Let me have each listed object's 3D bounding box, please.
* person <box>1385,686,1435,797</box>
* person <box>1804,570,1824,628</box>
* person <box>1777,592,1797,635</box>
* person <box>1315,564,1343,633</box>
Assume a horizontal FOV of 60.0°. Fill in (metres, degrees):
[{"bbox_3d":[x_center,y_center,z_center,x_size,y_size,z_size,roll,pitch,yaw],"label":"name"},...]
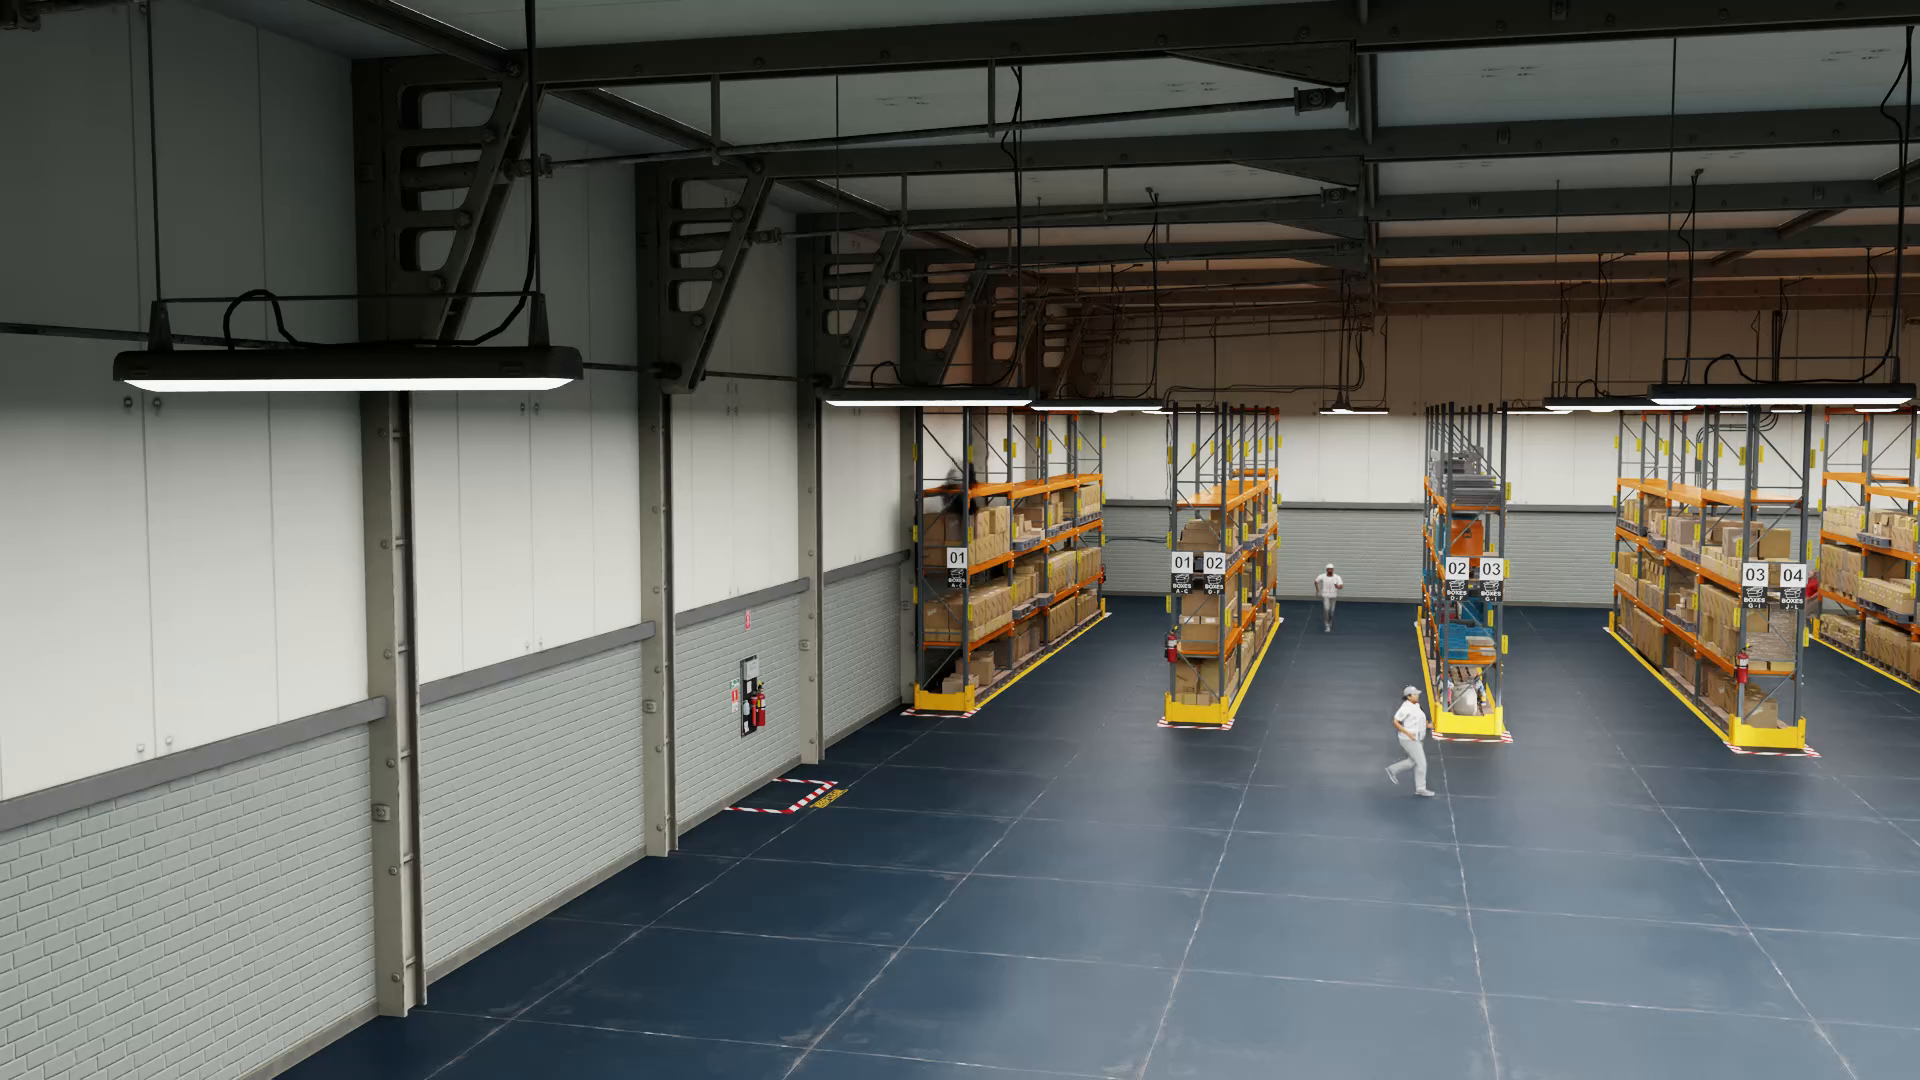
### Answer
[{"bbox_3d":[6.840,3.037,25.280,0.823,1.634,0.620,3,5,34],"label":"person"},{"bbox_3d":[22.646,1.645,44.214,0.649,1.696,0.680,0,4,5],"label":"person"},{"bbox_3d":[20.325,1.838,40.755,0.701,1.749,0.612,1,4,17],"label":"person"},{"bbox_3d":[9.899,1.535,44.565,0.684,1.807,0.876,0,4,0],"label":"person"}]
